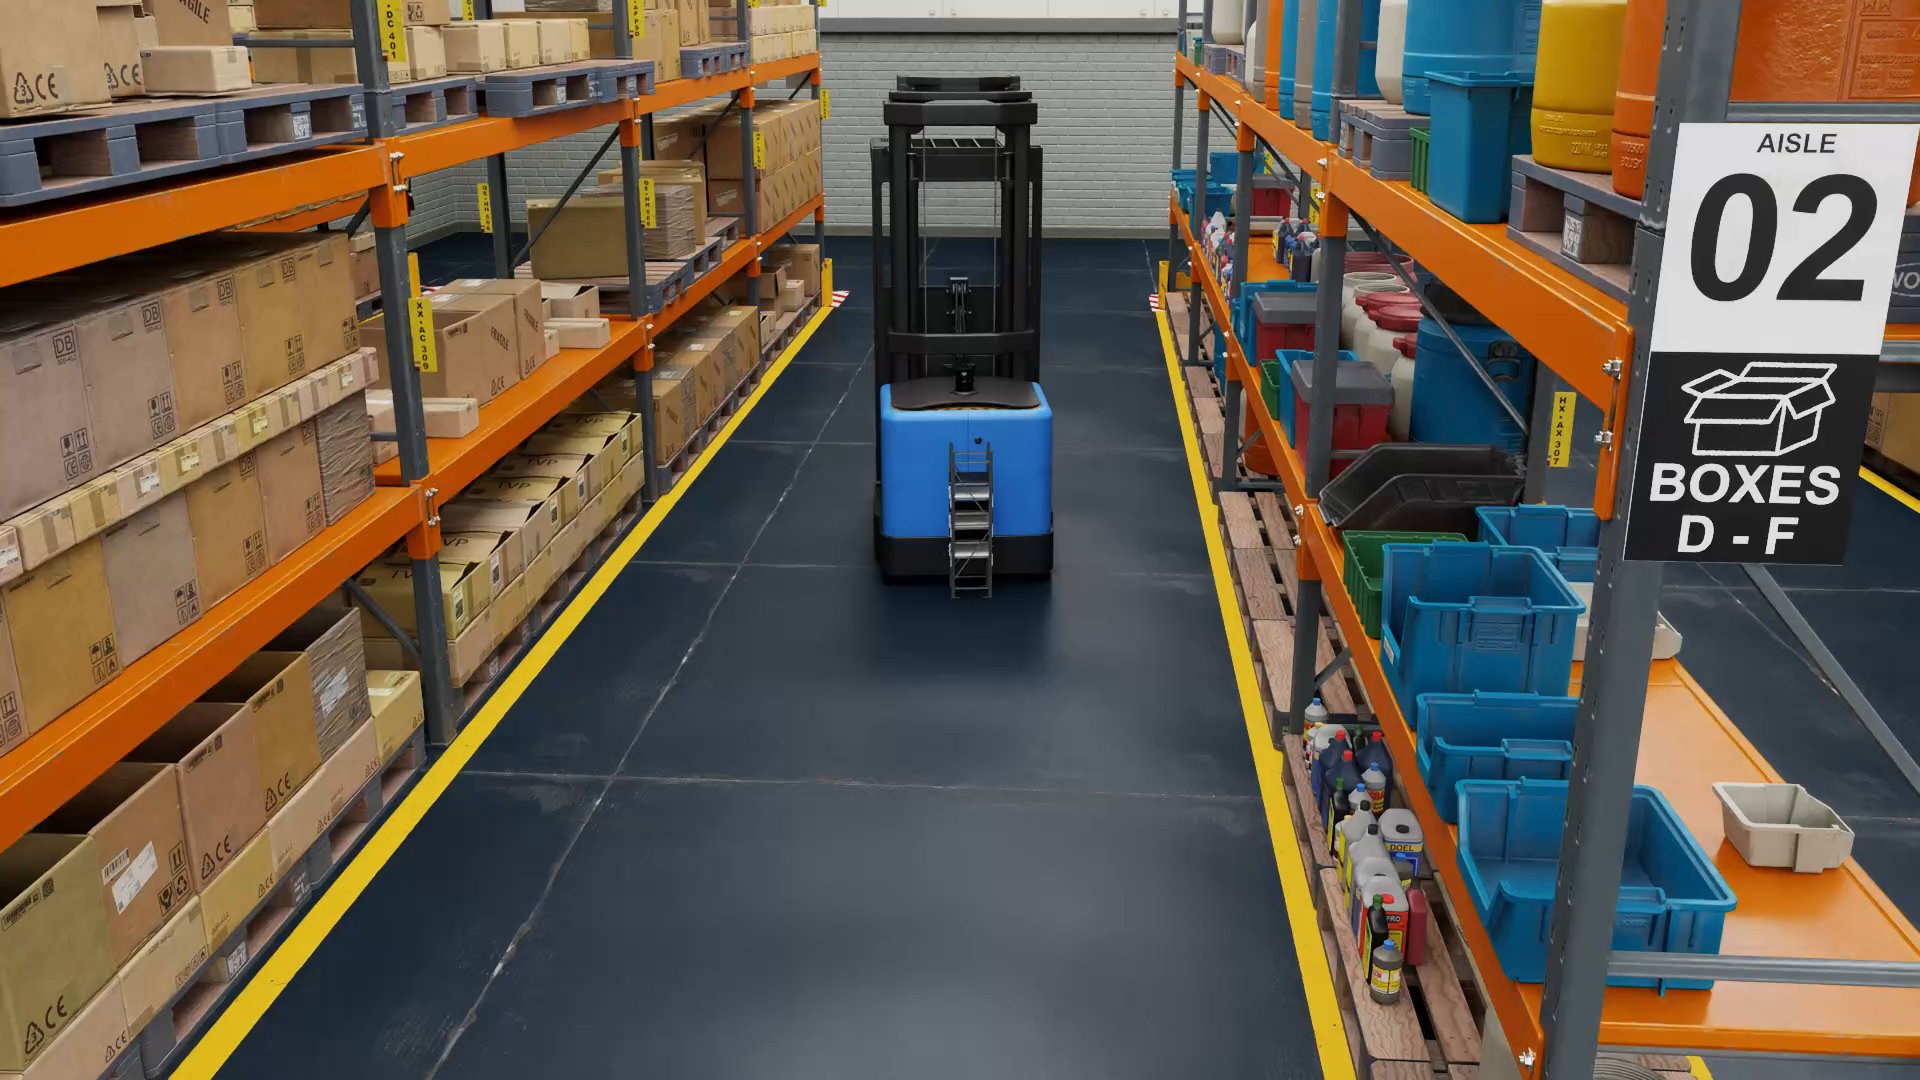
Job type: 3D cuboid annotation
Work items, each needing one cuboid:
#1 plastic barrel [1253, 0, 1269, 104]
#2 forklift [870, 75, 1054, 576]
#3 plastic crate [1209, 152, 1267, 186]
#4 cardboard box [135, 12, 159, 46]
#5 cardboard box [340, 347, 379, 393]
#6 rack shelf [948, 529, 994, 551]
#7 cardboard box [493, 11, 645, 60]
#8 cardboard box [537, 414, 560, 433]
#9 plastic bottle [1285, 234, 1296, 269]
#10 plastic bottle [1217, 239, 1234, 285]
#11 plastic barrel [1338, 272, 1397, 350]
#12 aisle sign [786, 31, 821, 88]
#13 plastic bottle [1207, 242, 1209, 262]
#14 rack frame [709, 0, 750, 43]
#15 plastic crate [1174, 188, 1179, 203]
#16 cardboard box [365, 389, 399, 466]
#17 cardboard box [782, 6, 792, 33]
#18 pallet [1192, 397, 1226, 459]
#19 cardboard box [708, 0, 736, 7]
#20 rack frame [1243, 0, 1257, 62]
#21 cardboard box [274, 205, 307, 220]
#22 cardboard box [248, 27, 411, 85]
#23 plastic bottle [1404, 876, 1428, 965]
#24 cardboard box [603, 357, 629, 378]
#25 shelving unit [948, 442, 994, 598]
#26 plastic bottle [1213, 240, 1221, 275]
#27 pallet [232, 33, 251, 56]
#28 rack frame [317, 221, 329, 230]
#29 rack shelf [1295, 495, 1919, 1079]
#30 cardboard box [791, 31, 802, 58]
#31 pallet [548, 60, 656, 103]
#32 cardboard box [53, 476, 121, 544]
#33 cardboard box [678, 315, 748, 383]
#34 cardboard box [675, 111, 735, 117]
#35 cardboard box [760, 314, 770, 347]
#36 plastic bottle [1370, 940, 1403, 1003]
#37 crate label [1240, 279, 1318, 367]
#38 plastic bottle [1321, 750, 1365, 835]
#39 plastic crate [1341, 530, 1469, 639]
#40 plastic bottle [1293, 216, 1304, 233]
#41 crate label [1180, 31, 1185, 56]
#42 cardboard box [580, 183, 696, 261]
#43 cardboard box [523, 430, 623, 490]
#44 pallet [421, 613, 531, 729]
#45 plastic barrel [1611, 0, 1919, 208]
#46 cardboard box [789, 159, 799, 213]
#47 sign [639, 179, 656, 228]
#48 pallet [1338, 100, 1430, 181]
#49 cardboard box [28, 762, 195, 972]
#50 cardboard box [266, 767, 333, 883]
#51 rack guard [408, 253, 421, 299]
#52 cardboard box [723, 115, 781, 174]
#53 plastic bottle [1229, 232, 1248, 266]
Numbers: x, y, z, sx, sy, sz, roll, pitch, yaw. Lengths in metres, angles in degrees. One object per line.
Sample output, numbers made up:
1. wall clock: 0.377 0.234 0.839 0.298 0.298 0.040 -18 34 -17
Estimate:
1. plastic barrel: 2.024 -3.011 9.672 0.600 0.901 0.600 0 18 0
2. forklift: -0.034 -1.587 11.060 1.130 2.935 3.031 -1 18 -3
3. plastic crate: 3.036 -4.019 18.218 0.616 0.435 0.499 1 18 4
4. cardboard box: -3.265 -1.798 6.019 0.500 0.311 0.500 0 18 1
5. cardboard box: -2.733 -0.733 7.141 0.380 0.149 0.250 1 18 4
6. rack shelf: 0.063 0.001 9.869 0.258 0.077 0.200 -1 18 -3
7. cardboard box: -2.643 -3.318 11.255 0.910 0.500 0.500 1 18 4
8. cardboard box: -2.971 -0.712 11.121 0.500 0.311 0.500 2 18 6
9. plastic bottle: 2.683 -2.334 13.435 0.097 0.271 0.097 0 18 0
10. plastic bottle: 2.038 -2.113 12.632 0.144 0.351 0.185 1 18 4
11. plastic barrel: 2.439 -1.326 9.974 0.421 0.512 0.421 0 18 0
12. aisle sign: -1.757 -5.443 18.543 0.394 0.787 0.004 1 18 4
13. plastic bottle: 2.098 -2.400 13.751 0.097 0.201 0.097 0 18 0
14. rack frame: -2.354 -5.802 14.179 1.000 3.000 0.127 1 18 4
15. plastic crate: 2.373 -3.607 17.442 0.250 0.136 0.298 1 18 4
16. cardboard box: -2.936 -0.549 8.023 0.500 0.250 0.500 2 18 7
17. cardboard box: -1.954 -5.154 16.456 0.500 0.250 0.500 1 18 4
18. pallet: 2.405 -0.896 13.318 1.003 0.211 1.213 1 18 4
19. cardboard box: -2.357 -5.051 14.938 0.700 0.500 0.500 1 18 4
20. rack frame: 2.300 -4.448 10.046 1.000 3.000 0.127 1 18 4
21. cardboard box: -7.182 -3.598 16.605 0.980 0.700 0.700 1 18 3
22. cardboard box: -2.874 -2.212 7.604 0.500 0.250 0.500 3 18 10
23. plastic bottle: 1.572 1.313 5.753 0.061 0.283 0.133 1 18 4
24. cardboard box: -2.808 -1.400 12.482 0.500 0.250 0.500 2 18 6
25. shelving unit: 0.063 -0.116 9.831 0.258 0.900 0.210 -1 18 -3
26. plastic bottle: 2.048 -2.218 13.081 0.097 0.271 0.097 0 18 0
27. pallet: -7.226 -4.698 15.768 1.003 0.211 1.213 1 18 4
28. rack frame: -7.008 -4.303 19.238 1.000 3.000 0.127 1 18 4
29. rack shelf: 1.870 0.608 5.406 1.077 0.370 4.000 1 18 4
30. cardboard box: -1.911 -5.072 17.008 0.500 0.250 0.500 1 18 4
31. pallet: -2.600 -2.832 10.235 1.213 0.211 1.003 2 18 6
32. cardboard box: -2.881 -0.097 5.200 0.380 0.149 0.250 1 18 3
33. cardboard box: -2.147 -1.660 14.478 0.500 0.500 0.500 1 18 4
34. cardboard box: -2.505 -3.953 16.402 0.500 0.500 0.500 1 18 4
35. cardboard box: -2.108 -2.008 15.846 0.500 0.311 0.500 1 18 4
36. plastic bottle: 1.421 1.428 5.536 0.097 0.201 0.097 0 18 0
37. crate label: 1.959 -1.312 10.052 0.502 0.435 0.616 1 18 4
38. plastic bottle: 1.528 0.995 6.617 0.144 0.351 0.185 1 18 2
39. plastic crate: 1.634 0.161 5.955 0.450 0.188 0.662 1 18 4
40. plastic bottle: 2.847 -2.523 13.886 0.144 0.351 0.185 1 18 4
41. crate label: 2.485 -5.157 17.267 0.408 0.251 0.502 1 18 4
42. cardboard box: -2.452 -2.434 12.699 0.700 0.500 0.500 5 19 14
43. cardboard box: -2.463 -0.539 10.591 0.500 0.311 0.500 1 18 3
44. pallet: -2.913 0.629 8.665 1.003 0.211 1.213 1 18 4
45. plastic barrel: 1.634 -1.096 3.268 0.600 0.830 0.708 1 18 4
46. cardboard box: -1.939 -3.624 17.004 0.500 0.500 0.500 1 18 3
47. sign: -2.087 -2.248 11.107 0.100 0.325 0.005 1 18 4
48. pallet: 2.059 -1.464 6.061 1.213 0.211 1.003 1 18 4
49. cardboard box: -2.897 1.054 5.427 0.500 0.500 0.500 1 18 4
50. cardboard box: -2.809 1.100 6.490 0.500 0.250 0.500 1 18 4
51. rack guard: -7.007 -3.123 19.650 1.175 0.500 0.348 1 18 4
52. cardboard box: -2.003 -3.774 15.858 0.500 0.500 0.500 1 18 2
53. plastic bottle: 2.259 -2.354 13.490 0.152 0.276 0.135 1 18 4
